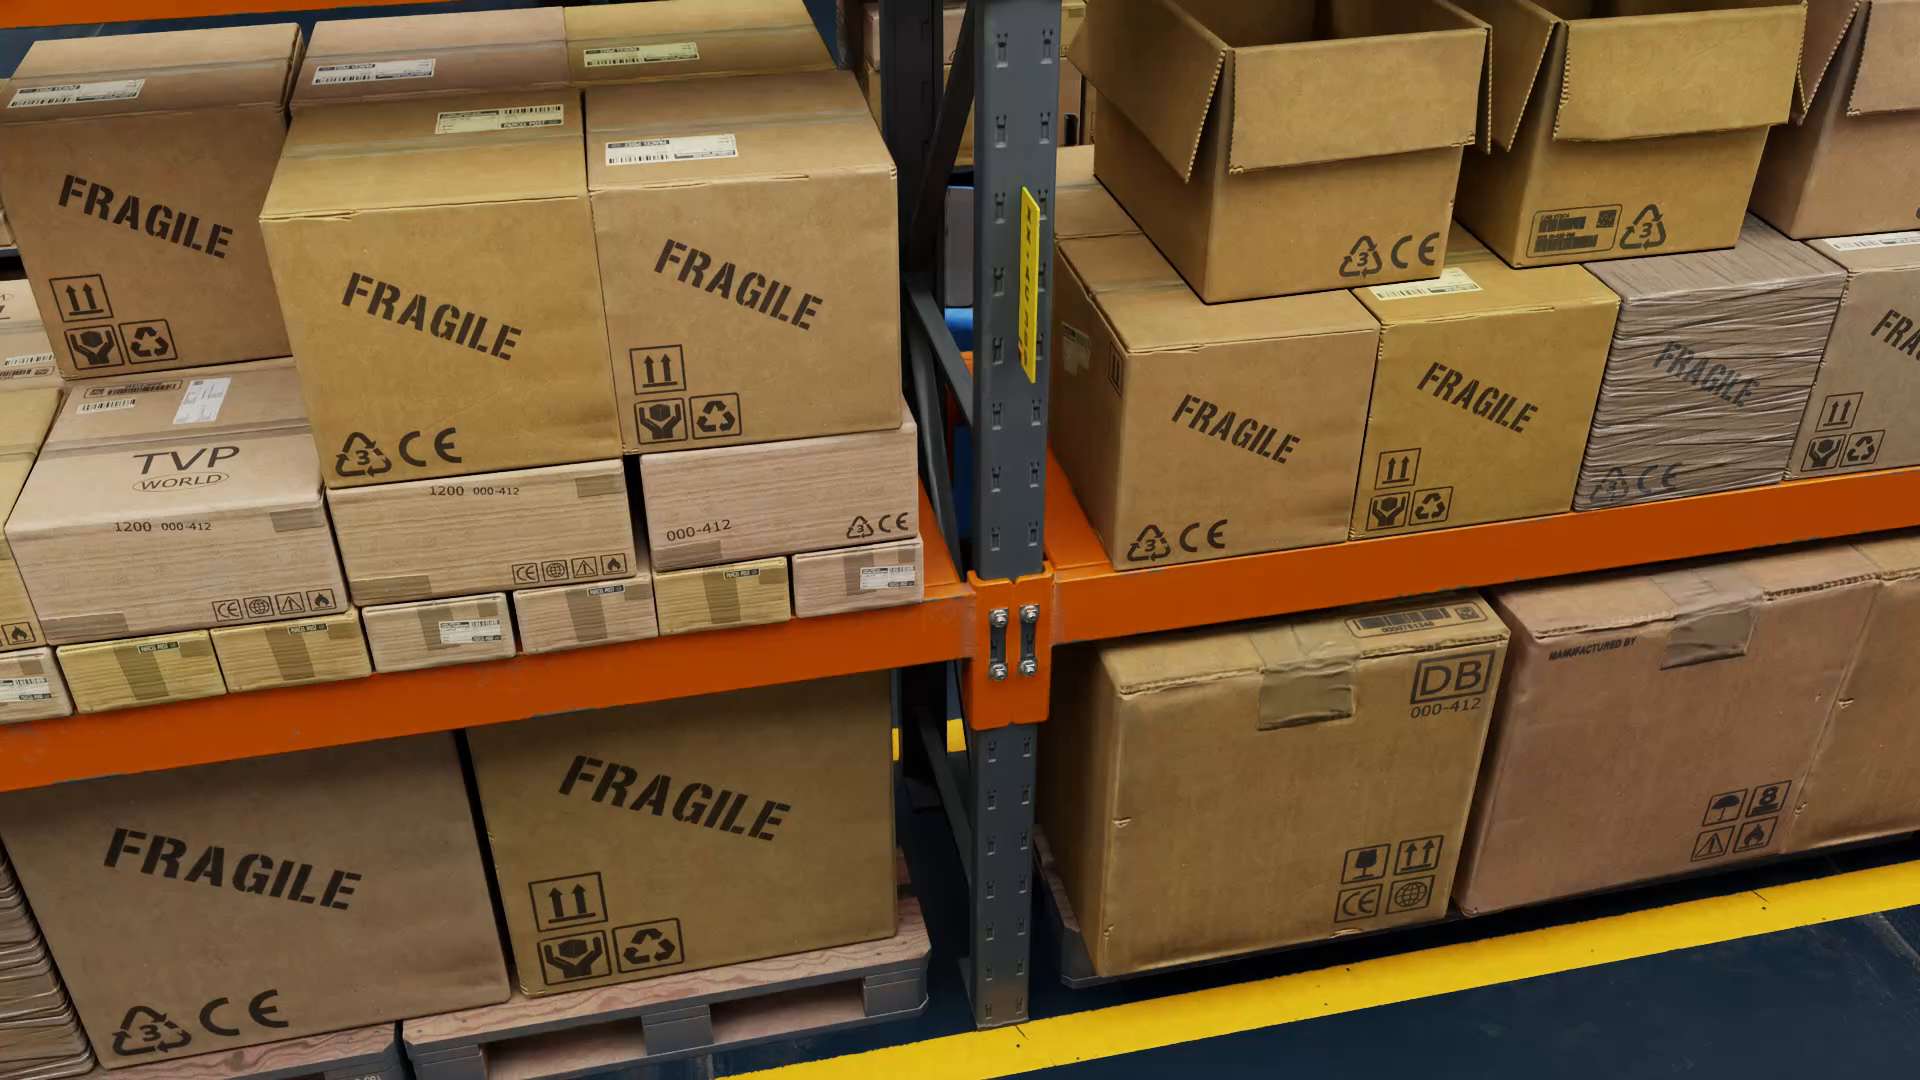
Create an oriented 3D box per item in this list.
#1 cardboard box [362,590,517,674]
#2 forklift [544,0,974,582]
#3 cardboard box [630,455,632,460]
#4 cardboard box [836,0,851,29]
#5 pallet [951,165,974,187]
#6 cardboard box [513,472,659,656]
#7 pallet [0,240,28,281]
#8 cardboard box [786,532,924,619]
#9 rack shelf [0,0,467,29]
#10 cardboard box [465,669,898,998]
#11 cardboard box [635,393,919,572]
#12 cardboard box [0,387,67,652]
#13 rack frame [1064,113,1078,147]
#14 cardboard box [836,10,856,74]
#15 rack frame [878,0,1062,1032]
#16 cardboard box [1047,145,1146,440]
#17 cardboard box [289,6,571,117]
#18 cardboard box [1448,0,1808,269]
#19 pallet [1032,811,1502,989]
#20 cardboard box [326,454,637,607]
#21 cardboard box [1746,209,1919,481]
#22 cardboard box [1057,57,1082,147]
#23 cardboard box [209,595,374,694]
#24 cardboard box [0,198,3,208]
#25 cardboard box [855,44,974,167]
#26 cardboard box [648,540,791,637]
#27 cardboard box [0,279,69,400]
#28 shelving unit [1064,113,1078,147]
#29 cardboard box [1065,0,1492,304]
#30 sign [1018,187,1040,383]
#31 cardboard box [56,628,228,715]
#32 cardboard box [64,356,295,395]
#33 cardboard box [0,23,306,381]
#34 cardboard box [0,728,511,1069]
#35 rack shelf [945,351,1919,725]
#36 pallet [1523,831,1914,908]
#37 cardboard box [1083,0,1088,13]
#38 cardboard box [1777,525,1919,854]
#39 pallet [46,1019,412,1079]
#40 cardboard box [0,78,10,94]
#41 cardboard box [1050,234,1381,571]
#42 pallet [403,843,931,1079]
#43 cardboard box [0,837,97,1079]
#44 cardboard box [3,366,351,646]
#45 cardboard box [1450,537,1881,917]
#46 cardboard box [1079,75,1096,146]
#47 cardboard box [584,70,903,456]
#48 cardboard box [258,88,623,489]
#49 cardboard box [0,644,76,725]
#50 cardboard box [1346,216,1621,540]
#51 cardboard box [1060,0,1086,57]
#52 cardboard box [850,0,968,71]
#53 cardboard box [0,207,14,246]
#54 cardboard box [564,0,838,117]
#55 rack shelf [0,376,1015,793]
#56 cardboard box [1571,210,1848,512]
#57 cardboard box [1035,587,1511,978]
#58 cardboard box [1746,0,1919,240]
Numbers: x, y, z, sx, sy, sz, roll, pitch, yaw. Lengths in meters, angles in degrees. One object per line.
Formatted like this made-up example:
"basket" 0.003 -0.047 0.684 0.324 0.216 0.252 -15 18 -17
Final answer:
"cardboard box" -0.984 0.071 3.178 0.250 0.149 0.380 -7 34 -10
"forklift" -1.228 -1.340 5.116 3.031 2.935 1.130 4 34 6
"cardboard box" -0.881 -0.319 3.759 0.250 0.149 0.380 -6 34 -9
"cardboard box" -0.331 -2.729 8.318 0.500 0.250 0.500 -8 35 -12
"pallet" -0.243 -1.991 8.527 1.213 0.211 1.003 -7 35 -11
"cardboard box" -0.733 0.039 3.225 0.250 0.149 0.380 -8 35 -11
"pallet" -4.029 -1.492 7.785 1.213 0.211 1.003 -7 35 -11
"cardboard box" -0.231 -0.024 3.319 0.250 0.149 0.380 -7 34 -10
"rack shelf" -2.952 -2.508 7.440 4.000 0.370 1.077 -7 35 -11
"cardboard box" -0.667 0.402 3.990 0.875 0.875 0.875 -7 35 -11
"cardboard box" -0.379 -0.208 3.236 0.500 0.250 0.500 -8 35 -11
"cardboard box" -1.876 -0.020 2.956 0.500 0.250 0.500 -8 35 -11
"rack frame" 0.357 -0.509 5.163 0.032 1.500 0.500 -4 34 -6
"cardboard box" -0.335 -2.416 8.525 0.500 0.500 0.500 -8 35 -11
"rack frame" -0.006 -0.344 3.571 0.127 3.000 1.000 -7 35 -11
"cardboard box" 0.390 -0.591 3.850 0.500 0.500 0.500 -7 35 -10
"cardboard box" -1.012 -0.740 3.356 0.500 0.500 0.500 -7 35 -11
"cardboard box" 1.287 -0.963 3.503 0.637 0.503 0.797 -7 34 -10
"pallet" 0.730 0.678 4.550 1.213 0.211 1.003 -7 35 -11
"cardboard box" -0.883 -0.143 3.139 0.500 0.250 0.500 -6 34 -9
"cardboard box" 1.979 -0.496 3.708 0.500 0.500 0.500 -7 34 -10
"cardboard box" 0.293 -2.201 8.205 0.500 0.500 0.500 -6 34 -8
"cardboard box" -1.235 0.103 3.131 0.250 0.149 0.380 -7 34 -10
"cardboard box" -4.335 -1.599 7.356 0.250 0.149 0.380 -6 34 -9
"cardboard box" -0.222 -2.135 8.106 0.500 0.500 0.500 -6 34 -9
"cardboard box" -0.483 0.008 3.272 0.250 0.149 0.380 -7 34 -10
"cardboard box" -1.995 -0.308 3.385 0.500 0.250 0.500 -7 35 -10
"shelving unit" 0.853 -0.542 5.211 1.083 1.500 0.587 -4 34 -6
"cardboard box" 0.615 -0.885 3.387 0.637 0.503 0.797 -8 35 -12
"sign" 0.118 -0.435 2.858 0.005 0.325 0.100 -7 35 -11
"cardboard box" -1.485 0.134 3.084 0.250 0.149 0.380 -8 35 -11
"cardboard box" -1.512 -0.365 3.469 0.500 0.250 0.500 -6 34 -9
"cardboard box" -1.518 -0.674 3.257 0.500 0.500 0.500 -8 35 -12
"cardboard box" -1.545 0.512 3.825 0.875 0.875 0.875 -7 35 -11
"rack shelf" 1.945 -0.291 4.137 4.000 0.370 1.077 -7 35 -11
"pallet" 1.922 0.526 4.776 1.213 0.211 1.003 -7 35 -11
"cardboard box" 0.795 -2.574 8.088 0.500 0.250 0.500 -6 34 -9
"cardboard box" 2.347 0.051 4.512 0.875 0.875 1.225 -7 35 -10
"pallet" -1.957 1.017 4.045 1.213 0.211 1.003 -7 35 -11
"cardboard box" -4.443 -2.001 7.687 0.250 0.149 0.380 -7 34 -10
"cardboard box" 0.498 -0.306 3.425 0.500 0.500 0.500 -7 35 -10
"pallet" -0.765 0.865 4.272 1.213 0.211 1.003 -7 35 -11
"cardboard box" -2.413 0.622 3.662 0.875 0.875 0.875 -7 35 -11
"cardboard box" -1.381 -0.080 3.046 0.500 0.250 0.500 -7 34 -10
"cardboard box" 1.485 0.164 4.343 0.875 0.875 1.225 -8 35 -12
"cardboard box" 0.801 -2.273 8.311 0.500 0.500 0.500 -7 34 -10
"cardboard box" -0.395 -0.515 3.020 0.500 0.500 0.500 -6 34 -9
"cardboard box" -0.885 -0.455 2.931 0.500 0.500 0.500 -7 34 -10
"cardboard box" -1.733 0.165 3.038 0.250 0.149 0.380 -7 34 -10
"cardboard box" 0.988 -0.368 3.517 0.500 0.500 0.500 -7 35 -10
"cardboard box" 0.296 -2.514 7.998 0.500 0.250 0.500 -6 34 -9
"cardboard box" -0.223 -2.447 7.898 0.500 0.250 0.500 -9 35 -13
"cardboard box" -4.322 -1.441 7.388 0.250 0.149 0.380 -7 34 -10
"cardboard box" -0.530 -0.797 3.440 0.500 0.500 0.500 -7 35 -11
"rack shelf" -1.957 0.201 3.405 4.000 0.370 1.077 -7 35 -11
"cardboard box" 1.476 -0.430 3.609 0.500 0.500 0.500 -8 35 -12
"cardboard box" 0.614 0.274 4.179 0.875 0.875 1.225 -7 35 -10
"cardboard box" 1.890 -1.048 3.630 0.637 0.503 0.797 -6 34 -9
